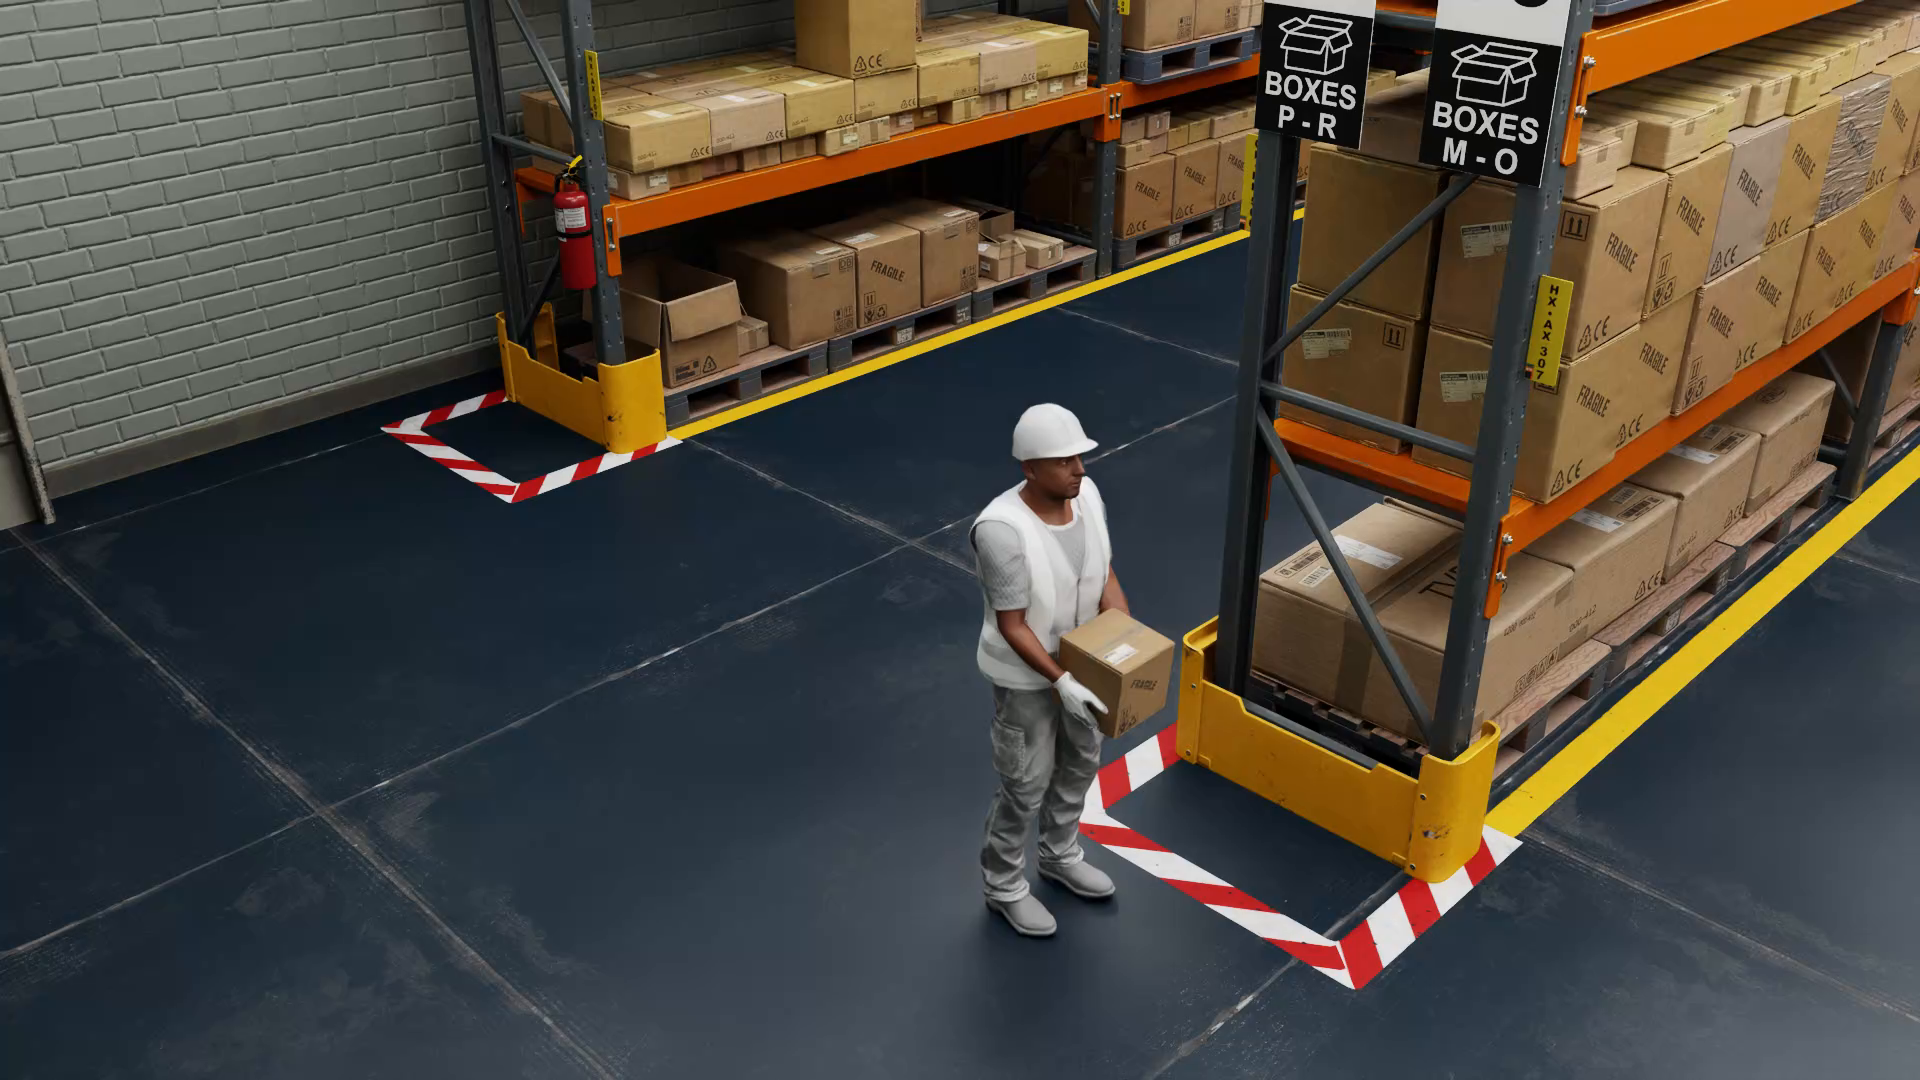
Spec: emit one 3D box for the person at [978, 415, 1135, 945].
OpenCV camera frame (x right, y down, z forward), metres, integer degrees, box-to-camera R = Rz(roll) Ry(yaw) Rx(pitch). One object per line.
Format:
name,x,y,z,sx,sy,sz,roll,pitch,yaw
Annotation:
person,0.302,0.421,5.303,0.452,1.772,0.617,22,35,36
